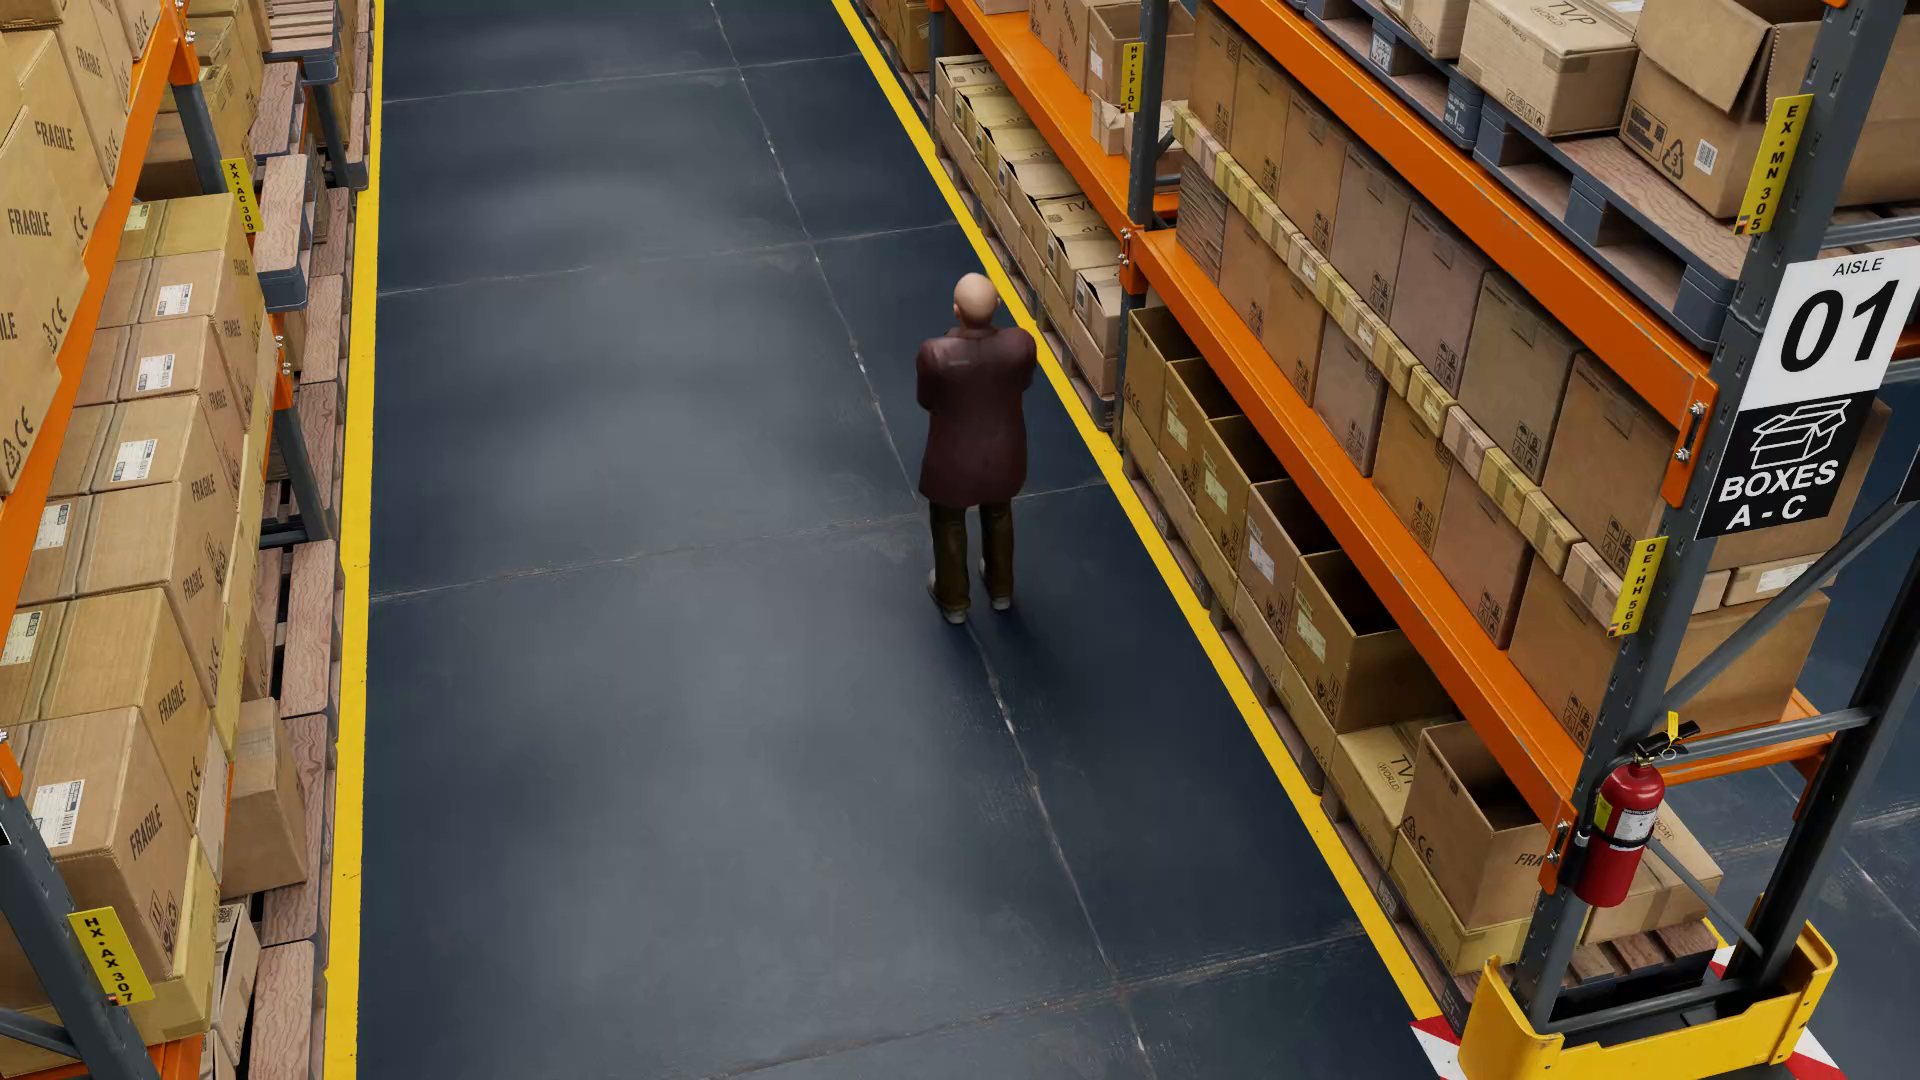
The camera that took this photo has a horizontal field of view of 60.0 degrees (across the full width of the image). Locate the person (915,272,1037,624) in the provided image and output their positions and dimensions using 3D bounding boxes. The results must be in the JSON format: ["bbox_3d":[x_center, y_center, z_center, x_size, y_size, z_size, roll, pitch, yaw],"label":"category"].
[{"bbox_3d":[0.036,-0.461,7.328,0.527,1.769,0.562,-9,39,-11],"label":"person"}]
